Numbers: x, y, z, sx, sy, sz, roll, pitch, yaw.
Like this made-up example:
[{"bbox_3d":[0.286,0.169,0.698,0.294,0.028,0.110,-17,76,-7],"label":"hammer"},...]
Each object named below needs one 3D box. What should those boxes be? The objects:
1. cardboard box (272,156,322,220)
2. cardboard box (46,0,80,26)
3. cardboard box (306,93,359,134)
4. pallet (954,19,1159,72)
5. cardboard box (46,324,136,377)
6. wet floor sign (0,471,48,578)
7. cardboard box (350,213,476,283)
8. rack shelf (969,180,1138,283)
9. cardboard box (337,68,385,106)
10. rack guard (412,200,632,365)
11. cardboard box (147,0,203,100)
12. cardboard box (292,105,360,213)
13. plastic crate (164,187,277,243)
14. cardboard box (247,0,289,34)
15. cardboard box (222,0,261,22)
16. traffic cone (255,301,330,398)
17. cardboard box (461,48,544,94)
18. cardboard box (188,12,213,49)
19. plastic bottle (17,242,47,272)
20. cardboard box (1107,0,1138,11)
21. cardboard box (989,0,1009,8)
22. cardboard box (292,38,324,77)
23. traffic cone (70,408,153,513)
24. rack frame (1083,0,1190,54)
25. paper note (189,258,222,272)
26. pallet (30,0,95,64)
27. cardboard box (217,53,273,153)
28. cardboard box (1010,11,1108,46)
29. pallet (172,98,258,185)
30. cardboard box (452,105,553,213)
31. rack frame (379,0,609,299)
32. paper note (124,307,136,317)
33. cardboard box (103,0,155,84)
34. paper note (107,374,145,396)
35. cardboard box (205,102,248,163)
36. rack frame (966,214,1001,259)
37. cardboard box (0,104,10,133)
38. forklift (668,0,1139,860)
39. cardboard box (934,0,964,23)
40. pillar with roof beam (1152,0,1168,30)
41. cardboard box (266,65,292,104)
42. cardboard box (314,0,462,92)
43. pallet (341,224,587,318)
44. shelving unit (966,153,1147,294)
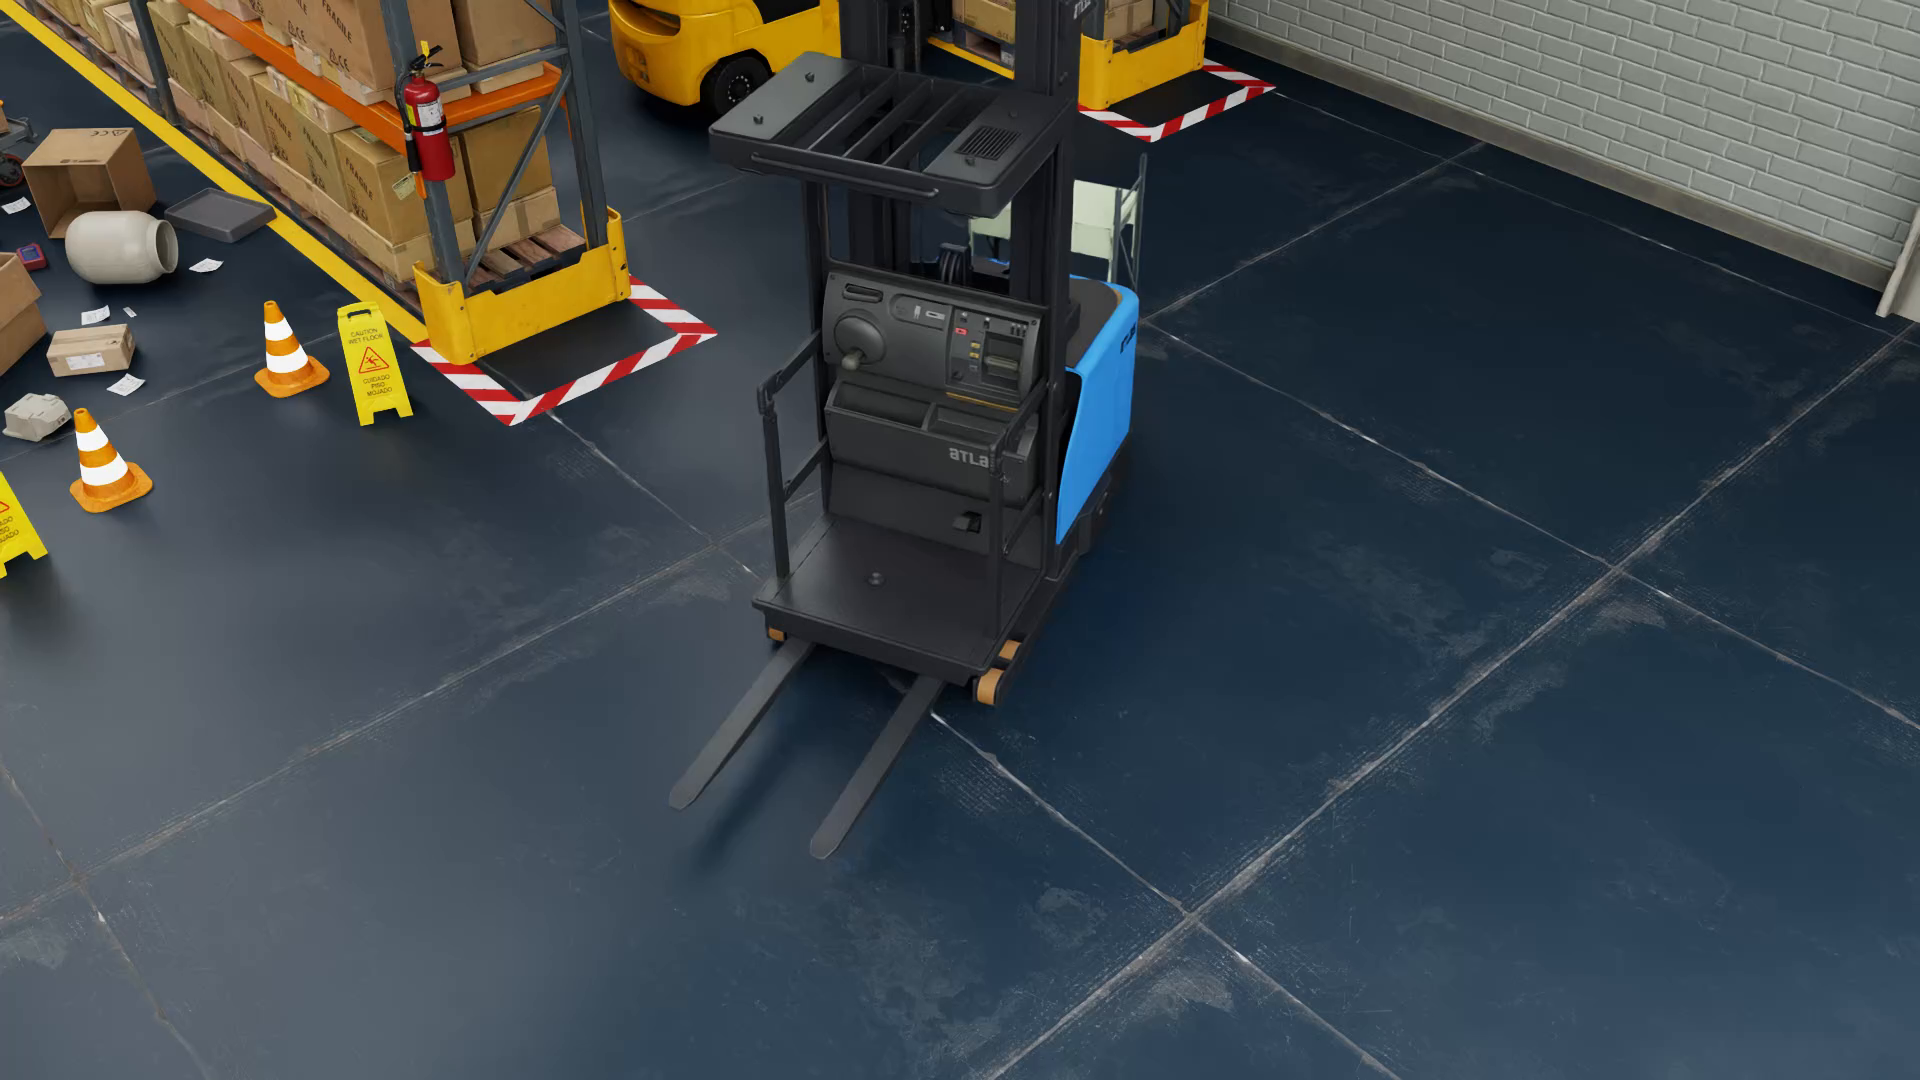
[{"bbox_3d":[-3.841,-2.240,10.198,0.500,0.250,0.500,-32,49,-33],"label":"cardboard box"},{"bbox_3d":[-6.415,-4.289,12.639,0.950,0.372,0.625,-28,47,-30],"label":"cardboard box"},{"bbox_3d":[-3.425,-2.442,9.335,0.380,0.149,0.250,-29,47,-31],"label":"cardboard box"},{"bbox_3d":[0.712,-3.766,12.452,1.003,0.211,1.213,-30,48,-32],"label":"pallet"},{"bbox_3d":[-4.767,-1.042,9.130,0.380,0.149,0.250,-8,40,-10],"label":"cardboard box"},{"bbox_3d":[-4.493,-0.165,7.649,0.232,0.644,0.267,26,45,28],"label":"wet floor sign"},{"bbox_3d":[-3.154,-1.768,9.613,0.500,0.250,0.500,-30,48,-32],"label":"cardboard box"},{"bbox_3d":[0.456,-1.510,8.013,0.720,0.370,0.431,15,41,18],"label":"rack shelf"},{"bbox_3d":[-3.057,-2.458,8.813,0.380,0.149,0.250,-31,48,-32],"label":"cardboard box"},{"bbox_3d":[-2.445,-1.466,9.375,1.175,0.500,0.348,-30,48,-32],"label":"rack guard"},{"bbox_3d":[-4.898,-3.252,10.854,0.500,0.500,0.500,-28,46,-30],"label":"cardboard box"},{"bbox_3d":[-3.483,-2.289,9.662,0.500,0.500,0.500,-28,47,-30],"label":"cardboard box"},{"bbox_3d":[-4.641,-2.043,10.424,0.583,0.080,0.402,18,42,21],"label":"plastic crate"},{"bbox_3d":[-3.634,-3.159,9.165,0.500,0.500,0.500,-30,48,-32],"label":"cardboard box"},{"bbox_3d":[-4.073,-3.174,9.700,0.380,0.149,0.250,-30,48,-32],"label":"cardboard box"},{"bbox_3d":[-3.634,-1.067,8.911,0.336,0.463,0.334,-30,48,-32],"label":"traffic cone"},{"bbox_3d":[-2.471,-2.551,8.929,0.380,0.149,0.250,-30,48,-32],"label":"cardboard box"},{"bbox_3d":[-4.509,-3.184,10.254,0.380,0.149,0.250,-28,47,-30],"label":"cardboard box"},{"bbox_3d":[-5.607,-1.717,10.035,0.133,0.061,0.283,-22,44,-25],"label":"plastic bottle"},{"bbox_3d":[1.095,-4.108,12.113,0.500,0.250,0.500,-29,47,-31],"label":"cardboard box"},{"bbox_3d":[0.370,-4.131,12.142,0.500,0.250,0.500,-30,48,-32],"label":"cardboard box"},{"bbox_3d":[-3.411,-2.692,9.103,0.380,0.149,0.250,-29,47,-31],"label":"cardboard box"},{"bbox_3d":[-4.222,-0.438,8.132,0.336,0.463,0.334,-30,48,-32],"label":"traffic cone"},{"bbox_3d":[1.260,-4.514,11.160,1.000,3.000,0.127,-30,48,-32],"label":"rack frame"},{"bbox_3d":[-4.521,-1.650,9.977,0.148,0.019,0.142,18,42,21],"label":"paper note"},{"bbox_3d":[-6.456,-4.094,12.859,1.003,0.211,1.213,-30,48,-32],"label":"pallet"},{"bbox_3d":[-4.178,-2.769,10.256,0.500,0.500,0.500,-27,46,-30],"label":"cardboard box"},{"bbox_3d":[0.710,-3.691,11.995,0.500,0.250,0.500,-30,47,-31],"label":"cardboard box"},{"bbox_3d":[-4.618,-2.874,11.348,1.003,0.211,1.213,-30,48,-32],"label":"pallet"},{"bbox_3d":[-2.752,-2.290,9.663,0.500,0.500,0.500,-32,49,-33],"label":"cardboard box"},{"bbox_3d":[-2.393,-2.403,8.546,1.000,3.000,0.127,-30,48,-32],"label":"rack frame"},{"bbox_3d":[-4.781,-1.313,9.576,0.032,0.001,0.123,-30,48,-32],"label":"paper note"},{"bbox_3d":[-5.455,-3.637,11.831,0.950,0.372,0.625,-29,47,-31],"label":"cardboard box"},{"bbox_3d":[-4.499,-0.840,8.973,0.142,0.019,0.148,18,42,21],"label":"paper note"},{"bbox_3d":[-4.529,-2.718,10.790,0.500,0.250,0.500,-27,46,-30],"label":"cardboard box"},{"bbox_3d":[0.118,-1.296,8.369,0.023,1.500,0.400,15,41,18],"label":"rack frame"},{"bbox_3d":[-6.389,-2.806,10.432,0.500,0.500,0.500,-30,48,-32],"label":"cardboard box"},{"bbox_3d":[-0.207,-0.743,6.545,1.130,2.935,3.031,15,41,18],"label":"forklift"},{"bbox_3d":[0.049,-4.161,12.576,0.500,0.250,0.500,-29,47,-31],"label":"cardboard box"},{"bbox_3d":[-1.718,-5.724,7.883,9.100,9.000,0.400,-30,48,-32],"label":"pillar with roof beam"},{"bbox_3d":[-3.770,-2.683,9.633,0.380,0.149,0.250,-28,47,-30],"label":"cardboard box"},{"bbox_3d":[-2.963,-2.692,8.587,0.500,0.500,0.500,-31,48,-32],"label":"cardboard box"},{"bbox_3d":[-2.968,-1.745,9.950,1.003,0.211,1.213,-30,48,-32],"label":"pallet"},{"bbox_3d":[0.456,-1.207,8.258,0.755,1.500,0.431,15,41,18],"label":"shelving unit"}]
